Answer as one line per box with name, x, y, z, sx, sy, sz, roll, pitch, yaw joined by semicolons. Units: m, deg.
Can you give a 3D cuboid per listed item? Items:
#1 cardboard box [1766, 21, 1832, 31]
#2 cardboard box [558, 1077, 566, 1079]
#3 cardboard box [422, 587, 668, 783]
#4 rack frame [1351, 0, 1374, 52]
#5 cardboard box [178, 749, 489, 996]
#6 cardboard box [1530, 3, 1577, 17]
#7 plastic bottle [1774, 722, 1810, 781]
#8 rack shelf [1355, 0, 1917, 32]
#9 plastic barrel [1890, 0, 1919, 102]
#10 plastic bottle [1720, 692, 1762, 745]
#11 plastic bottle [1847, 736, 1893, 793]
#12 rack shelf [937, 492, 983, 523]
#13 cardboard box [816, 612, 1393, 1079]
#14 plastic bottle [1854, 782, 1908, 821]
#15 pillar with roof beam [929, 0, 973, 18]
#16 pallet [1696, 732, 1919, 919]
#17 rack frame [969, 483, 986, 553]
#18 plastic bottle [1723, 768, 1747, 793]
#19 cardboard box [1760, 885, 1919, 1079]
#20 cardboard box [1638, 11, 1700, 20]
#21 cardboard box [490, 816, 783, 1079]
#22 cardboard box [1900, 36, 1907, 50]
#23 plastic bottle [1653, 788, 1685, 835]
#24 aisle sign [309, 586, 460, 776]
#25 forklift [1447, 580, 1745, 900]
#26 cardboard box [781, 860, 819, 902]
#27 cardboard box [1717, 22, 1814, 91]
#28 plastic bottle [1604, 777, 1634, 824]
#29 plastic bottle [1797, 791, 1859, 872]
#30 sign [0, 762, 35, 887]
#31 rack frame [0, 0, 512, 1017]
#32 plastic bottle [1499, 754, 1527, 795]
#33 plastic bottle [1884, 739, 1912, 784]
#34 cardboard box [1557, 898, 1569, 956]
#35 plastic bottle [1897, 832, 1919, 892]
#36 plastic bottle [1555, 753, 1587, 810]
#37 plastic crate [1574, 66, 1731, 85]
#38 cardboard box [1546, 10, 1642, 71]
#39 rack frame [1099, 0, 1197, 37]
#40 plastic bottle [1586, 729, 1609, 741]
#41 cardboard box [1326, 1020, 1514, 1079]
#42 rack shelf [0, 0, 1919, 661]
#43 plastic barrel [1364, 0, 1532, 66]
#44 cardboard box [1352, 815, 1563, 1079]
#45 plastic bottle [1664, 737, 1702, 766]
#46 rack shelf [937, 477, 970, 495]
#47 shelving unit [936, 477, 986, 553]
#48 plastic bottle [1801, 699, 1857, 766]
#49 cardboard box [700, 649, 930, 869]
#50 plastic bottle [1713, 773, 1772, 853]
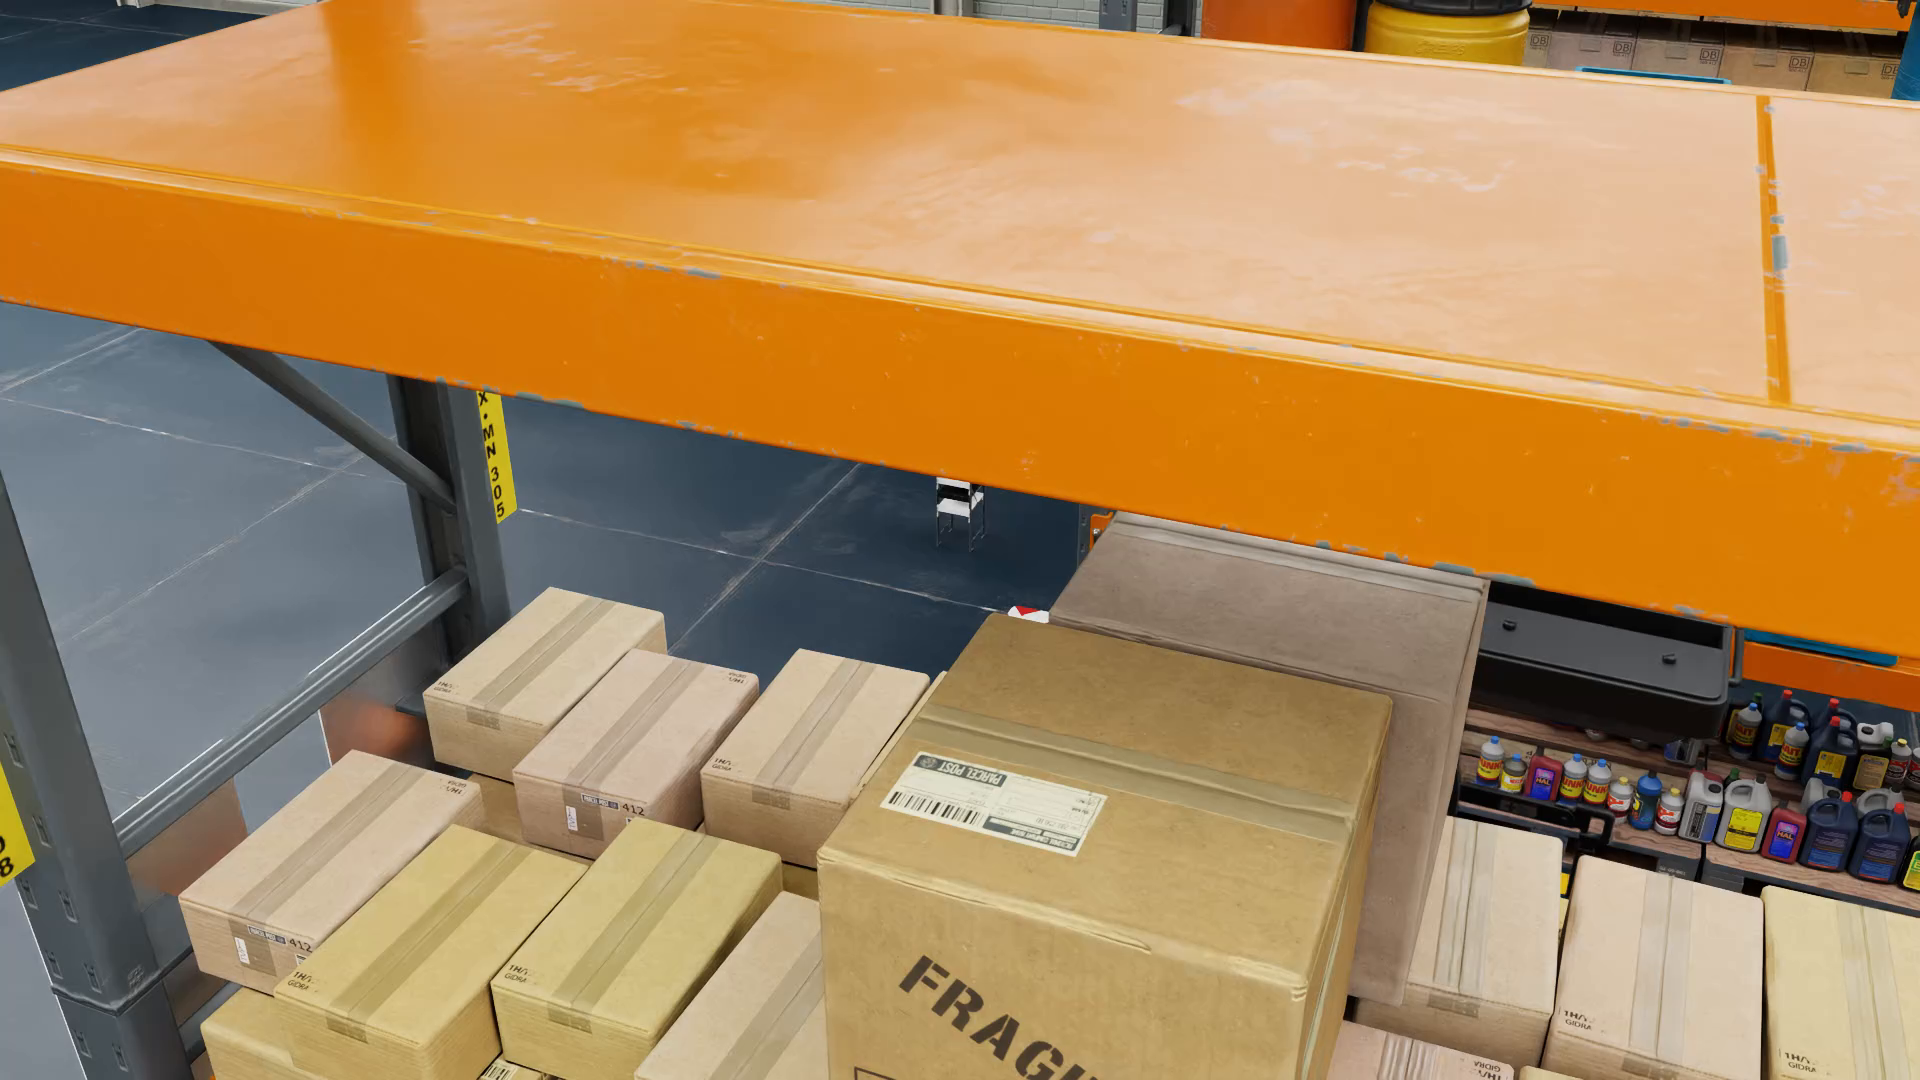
cardboard box;7.177;-4.580;14.174;0.500;0.500;0.500;11;31;19
cardboard box;-0.268;0.821;2.353;0.500;0.250;0.500;11;31;18
cardboard box;-0.723;0.257;2.946;0.250;0.149;0.380;11;31;19
rack frame;2.631;-2.754;11.574;0.127;3.000;1.000;11;31;19
cardboard box;-0.929;0.504;2.508;0.250;0.149;0.380;11;31;19
cardboard box;5.273;-4.962;14.851;0.500;0.500;0.500;11;31;19
plastic bottle;3.700;0.930;7.383;0.097;0.271;0.097;0;29;0
rack shelf;4.484;-3.377;10.359;4.000;0.370;1.077;11;31;19
plastic barrel;3.589;-1.696;5.718;0.708;0.901;0.600;11;31;19
plastic bottle;3.567;0.812;7.579;0.133;0.283;0.061;13;32;21
plastic bottle;3.992;0.977;7.286;0.133;0.283;0.061;11;31;19
rack shelf;0.008;-0.205;9.631;0.200;0.077;0.258;11;31;19
cardboard box;0.177;0.463;1.922;0.500;0.500;0.500;11;31;19
plastic bottle;3.821;1.152;6.909;0.185;0.351;0.144;11;31;19
pillar with roof beam;-1.715;-7.037;13.055;0.400;9.000;9.100;11;31;19
pallet;3.865;1.314;7.210;1.213;0.211;1.003;11;31;19
rack frame;0.102;-0.371;9.493;0.006;0.900;0.240;11;31;19
plastic bottle;3.304;1.100;7.069;0.133;0.283;0.061;11;31;19
cardboard box;1.201;0.663;2.227;0.250;0.149;0.380;11;31;18
cardboard box;6.233;-4.774;14.517;0.500;0.500;0.500;12;32;21
cardboard box;-0.445;0.587;2.362;0.250;0.149;0.380;11;31;18
cardboard box;5.924;-2.702;10.061;0.500;0.500;0.700;11;31;19
plastic bottle;3.020;1.146;7.071;0.097;0.201;0.097;0;29;0
aisle sign;-1.042;0.482;3.207;0.004;0.787;0.394;11;31;19
forklift;1.633;0.958;5.077;3.031;2.935;1.130;12;32;21
cardboard box;-0.091;0.586;2.769;0.500;0.250;0.500;11;31;19
cardboard box;4.991;-2.888;10.390;0.500;0.500;0.700;11;31;19
plastic bottle;2.830;1.108;7.138;0.097;0.201;0.097;0;29;0
plastic bottle;3.589;1.182;6.855;0.185;0.351;0.144;10;31;17
sign;-1.301;0.323;2.193;0.005;0.325;0.100;11;31;19
rack frame;-1.097;-0.850;2.108;0.127;3.000;1.000;11;31;19
plastic bottle;2.424;1.027;7.281;0.097;0.201;0.097;0;29;0
plastic bottle;4.153;0.974;7.375;0.097;0.201;0.097;0;29;0
cardboard box;0.848;0.775;2.434;0.500;0.250;0.500;11;31;18
plastic bottle;3.902;1.296;6.722;0.133;0.283;0.061;13;32;22
plastic bottle;2.645;1.041;7.186;0.097;0.271;0.097;0;29;0
plastic crate;2.645;-1.580;6.464;0.575;0.384;0.392;11;31;19
cardboard box;4.064;-3.073;10.718;0.500;0.500;0.700;11;31;19
rack frame;0.765;-3.108;6.104;0.127;3.000;1.000;11;31;19
plastic bottle;2.954;0.815;7.656;0.097;0.201;0.097;0;29;0
cardboard box;0.512;0.785;2.011;0.250;0.149;0.380;11;31;19
rack shelf;0.756;-0.165;1.631;4.000;0.370;1.077;11;31;19
plastic barrel;1.869;-1.914;6.421;0.600;0.588;0.600;0;29;0
cardboard box;0.717;0.573;2.387;0.250;0.149;0.380;10;31;17
plastic bottle;3.278;0.858;7.505;0.135;0.276;0.152;11;31;19
rack shelf;0.008;-0.361;9.542;0.200;0.077;0.258;11;31;19
shelving unit;0.008;-0.390;9.526;0.210;0.900;0.258;11;31;19
plastic bottle;3.880;0.867;7.413;0.185;0.351;0.144;12;32;20
cardboard box;-0.231;0.359;2.765;0.250;0.149;0.380;10;31;17
plastic bottle;3.289;1.122;6.961;0.185;0.351;0.144;11;31;19
